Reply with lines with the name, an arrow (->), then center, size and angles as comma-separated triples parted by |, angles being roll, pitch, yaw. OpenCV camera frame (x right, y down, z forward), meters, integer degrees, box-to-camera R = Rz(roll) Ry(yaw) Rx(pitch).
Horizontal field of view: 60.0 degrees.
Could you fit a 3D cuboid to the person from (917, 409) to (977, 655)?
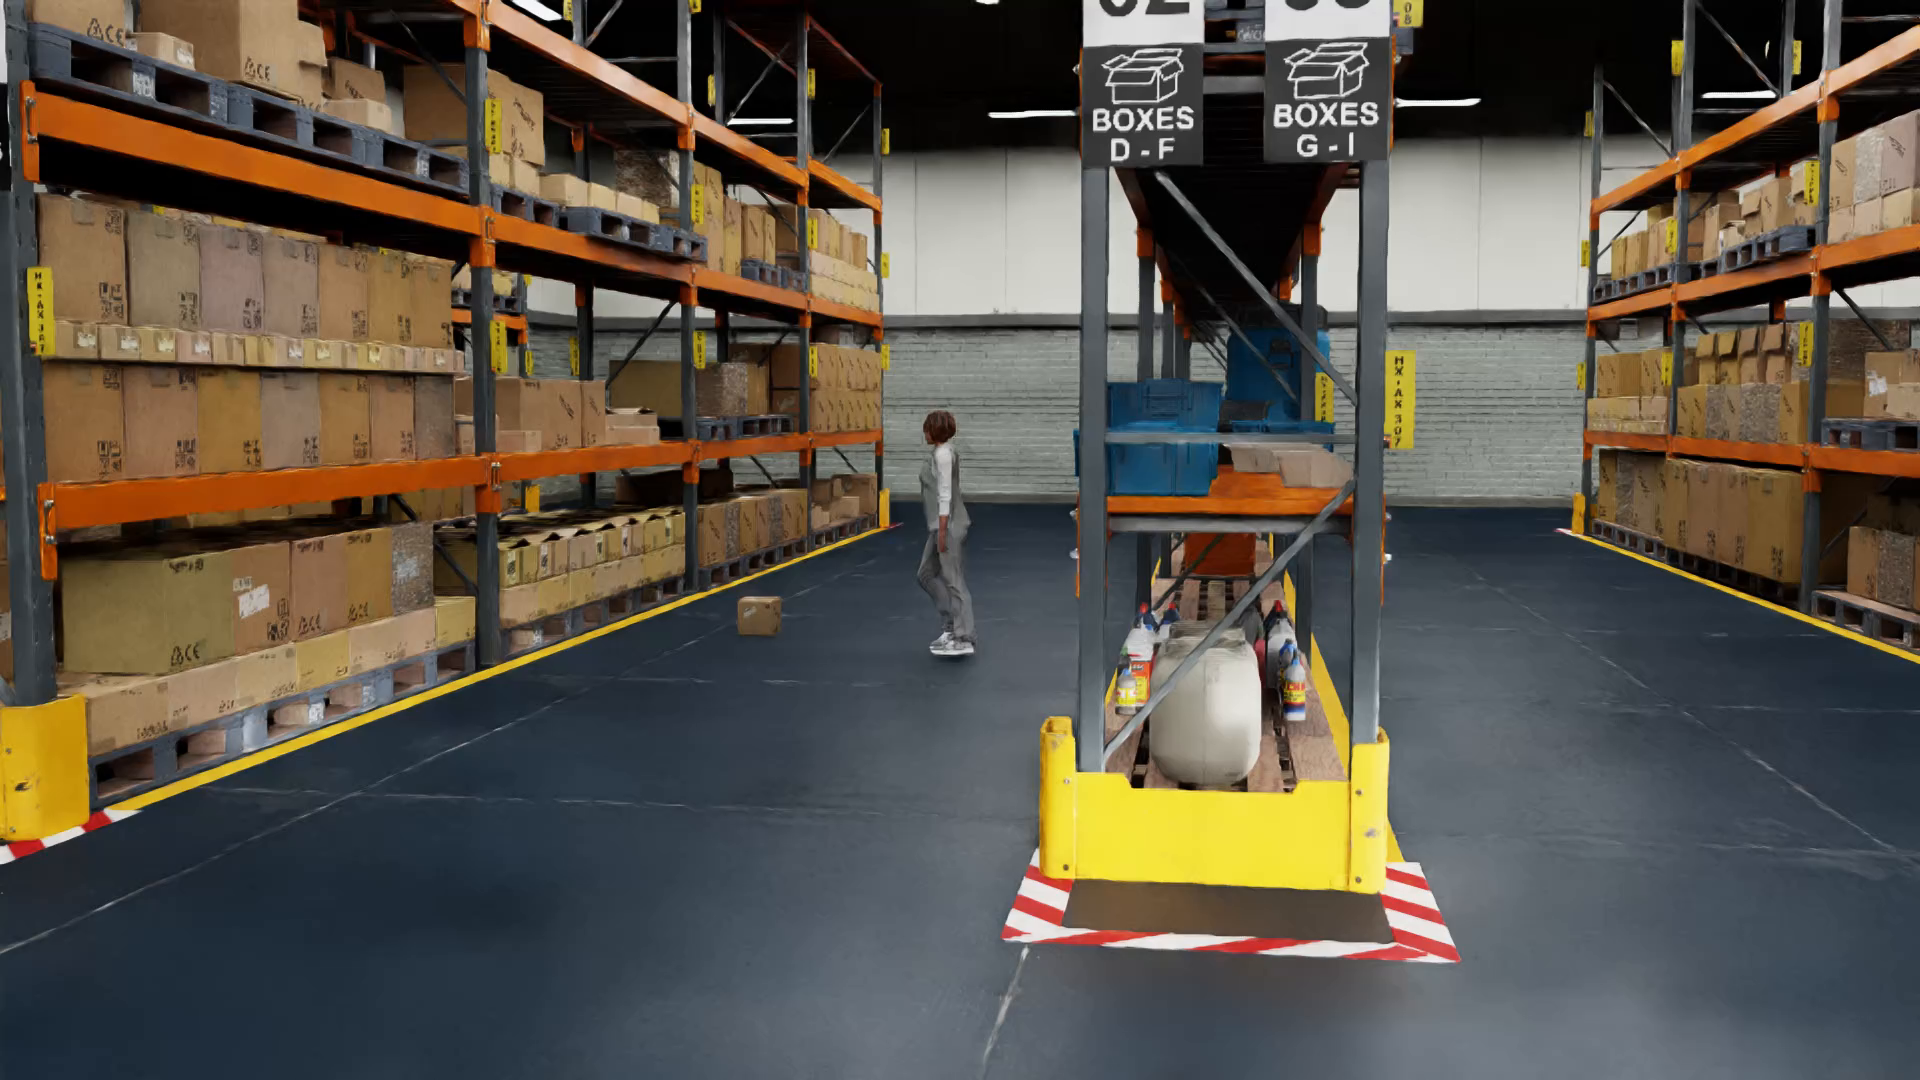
person -> -0.086, -0.059, 10.776 | 0.386, 1.574, 0.502 | 0, 5, -1
